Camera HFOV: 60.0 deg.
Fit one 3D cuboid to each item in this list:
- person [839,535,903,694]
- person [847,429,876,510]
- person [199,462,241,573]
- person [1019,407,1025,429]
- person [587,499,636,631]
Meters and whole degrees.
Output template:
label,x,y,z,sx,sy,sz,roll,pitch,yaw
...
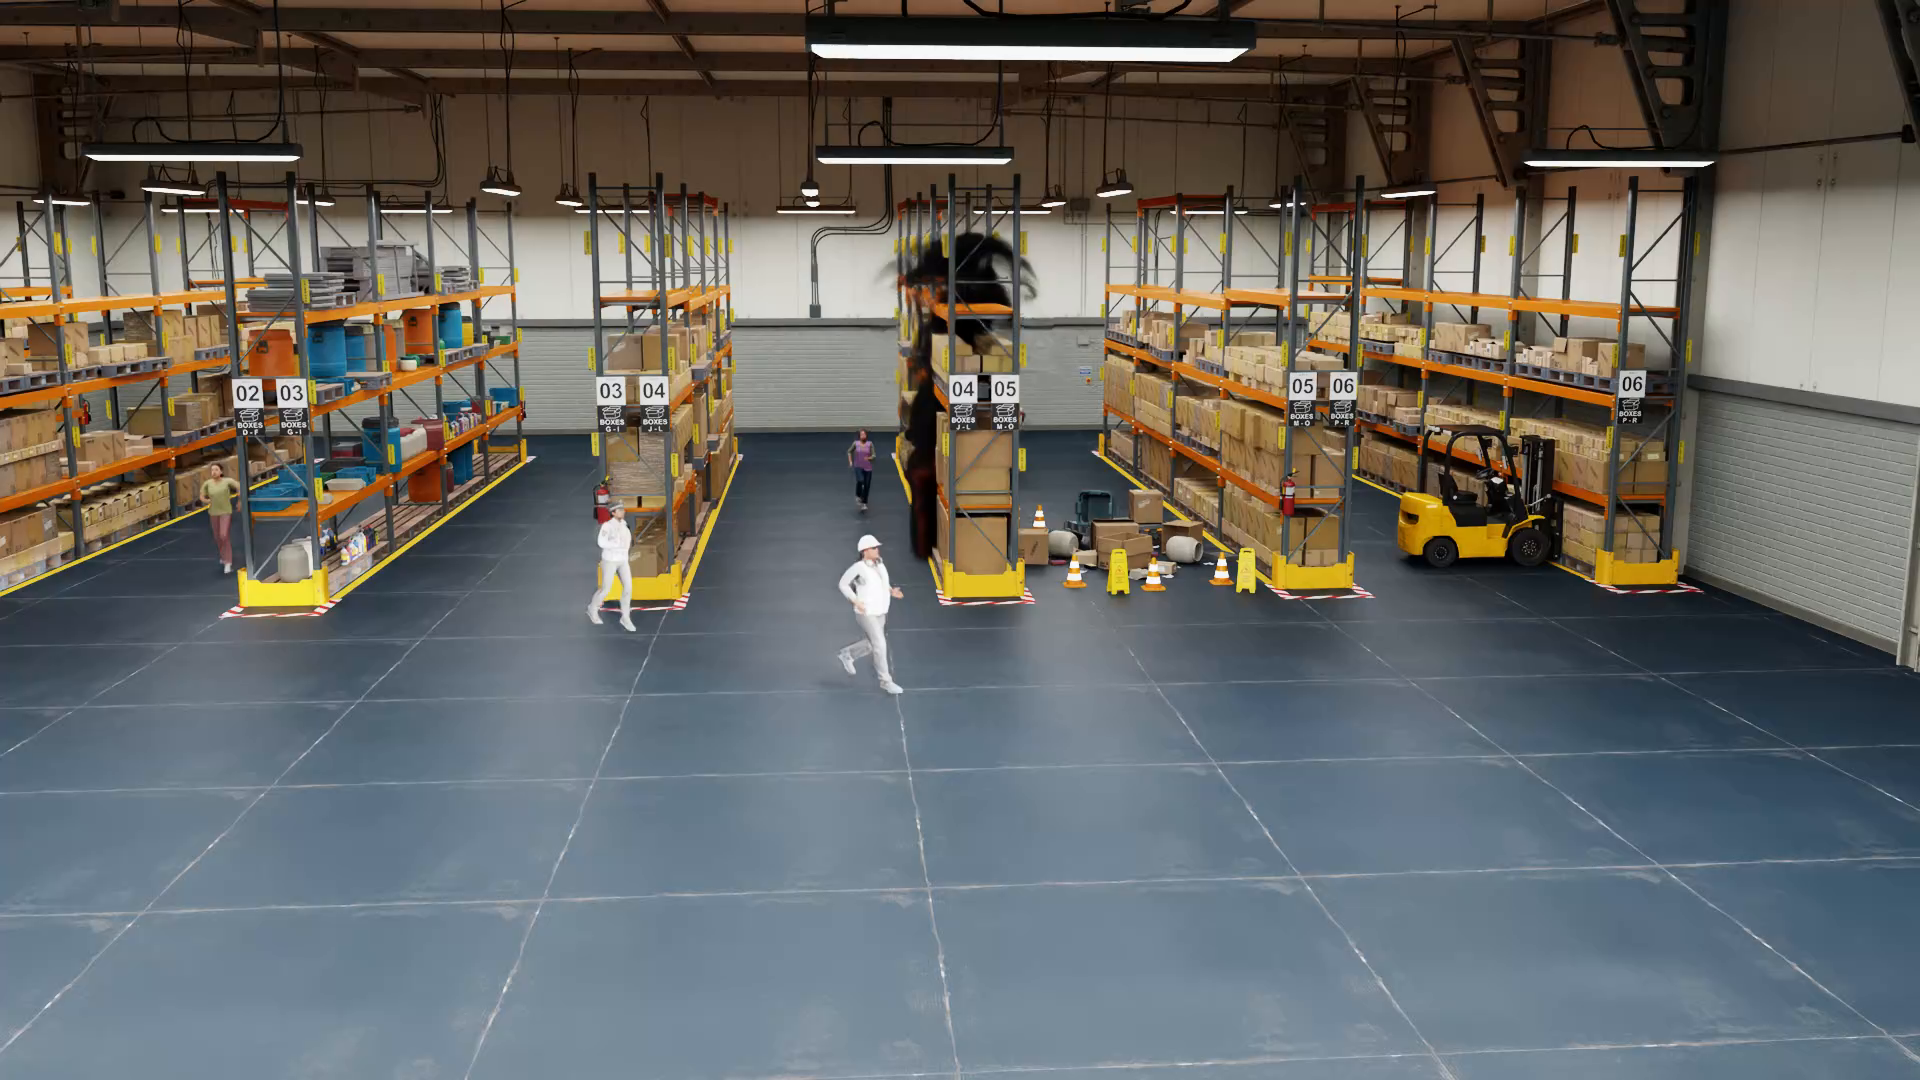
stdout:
label,x,y,z,sx,sy,sz,roll,pitch,yaw
person,-1.035,0.824,18.962,0.940,1.779,0.663,6,12,31
person,-1.845,-1.321,31.458,0.510,1.568,0.686,-2,10,-11
person,-11.539,-0.358,25.999,0.594,1.743,0.729,-1,10,-7
person,1.081,-2.424,37.259,0.701,1.821,0.916,-3,10,-15
person,-4.582,0.311,22.074,0.806,1.733,0.612,7,12,34
